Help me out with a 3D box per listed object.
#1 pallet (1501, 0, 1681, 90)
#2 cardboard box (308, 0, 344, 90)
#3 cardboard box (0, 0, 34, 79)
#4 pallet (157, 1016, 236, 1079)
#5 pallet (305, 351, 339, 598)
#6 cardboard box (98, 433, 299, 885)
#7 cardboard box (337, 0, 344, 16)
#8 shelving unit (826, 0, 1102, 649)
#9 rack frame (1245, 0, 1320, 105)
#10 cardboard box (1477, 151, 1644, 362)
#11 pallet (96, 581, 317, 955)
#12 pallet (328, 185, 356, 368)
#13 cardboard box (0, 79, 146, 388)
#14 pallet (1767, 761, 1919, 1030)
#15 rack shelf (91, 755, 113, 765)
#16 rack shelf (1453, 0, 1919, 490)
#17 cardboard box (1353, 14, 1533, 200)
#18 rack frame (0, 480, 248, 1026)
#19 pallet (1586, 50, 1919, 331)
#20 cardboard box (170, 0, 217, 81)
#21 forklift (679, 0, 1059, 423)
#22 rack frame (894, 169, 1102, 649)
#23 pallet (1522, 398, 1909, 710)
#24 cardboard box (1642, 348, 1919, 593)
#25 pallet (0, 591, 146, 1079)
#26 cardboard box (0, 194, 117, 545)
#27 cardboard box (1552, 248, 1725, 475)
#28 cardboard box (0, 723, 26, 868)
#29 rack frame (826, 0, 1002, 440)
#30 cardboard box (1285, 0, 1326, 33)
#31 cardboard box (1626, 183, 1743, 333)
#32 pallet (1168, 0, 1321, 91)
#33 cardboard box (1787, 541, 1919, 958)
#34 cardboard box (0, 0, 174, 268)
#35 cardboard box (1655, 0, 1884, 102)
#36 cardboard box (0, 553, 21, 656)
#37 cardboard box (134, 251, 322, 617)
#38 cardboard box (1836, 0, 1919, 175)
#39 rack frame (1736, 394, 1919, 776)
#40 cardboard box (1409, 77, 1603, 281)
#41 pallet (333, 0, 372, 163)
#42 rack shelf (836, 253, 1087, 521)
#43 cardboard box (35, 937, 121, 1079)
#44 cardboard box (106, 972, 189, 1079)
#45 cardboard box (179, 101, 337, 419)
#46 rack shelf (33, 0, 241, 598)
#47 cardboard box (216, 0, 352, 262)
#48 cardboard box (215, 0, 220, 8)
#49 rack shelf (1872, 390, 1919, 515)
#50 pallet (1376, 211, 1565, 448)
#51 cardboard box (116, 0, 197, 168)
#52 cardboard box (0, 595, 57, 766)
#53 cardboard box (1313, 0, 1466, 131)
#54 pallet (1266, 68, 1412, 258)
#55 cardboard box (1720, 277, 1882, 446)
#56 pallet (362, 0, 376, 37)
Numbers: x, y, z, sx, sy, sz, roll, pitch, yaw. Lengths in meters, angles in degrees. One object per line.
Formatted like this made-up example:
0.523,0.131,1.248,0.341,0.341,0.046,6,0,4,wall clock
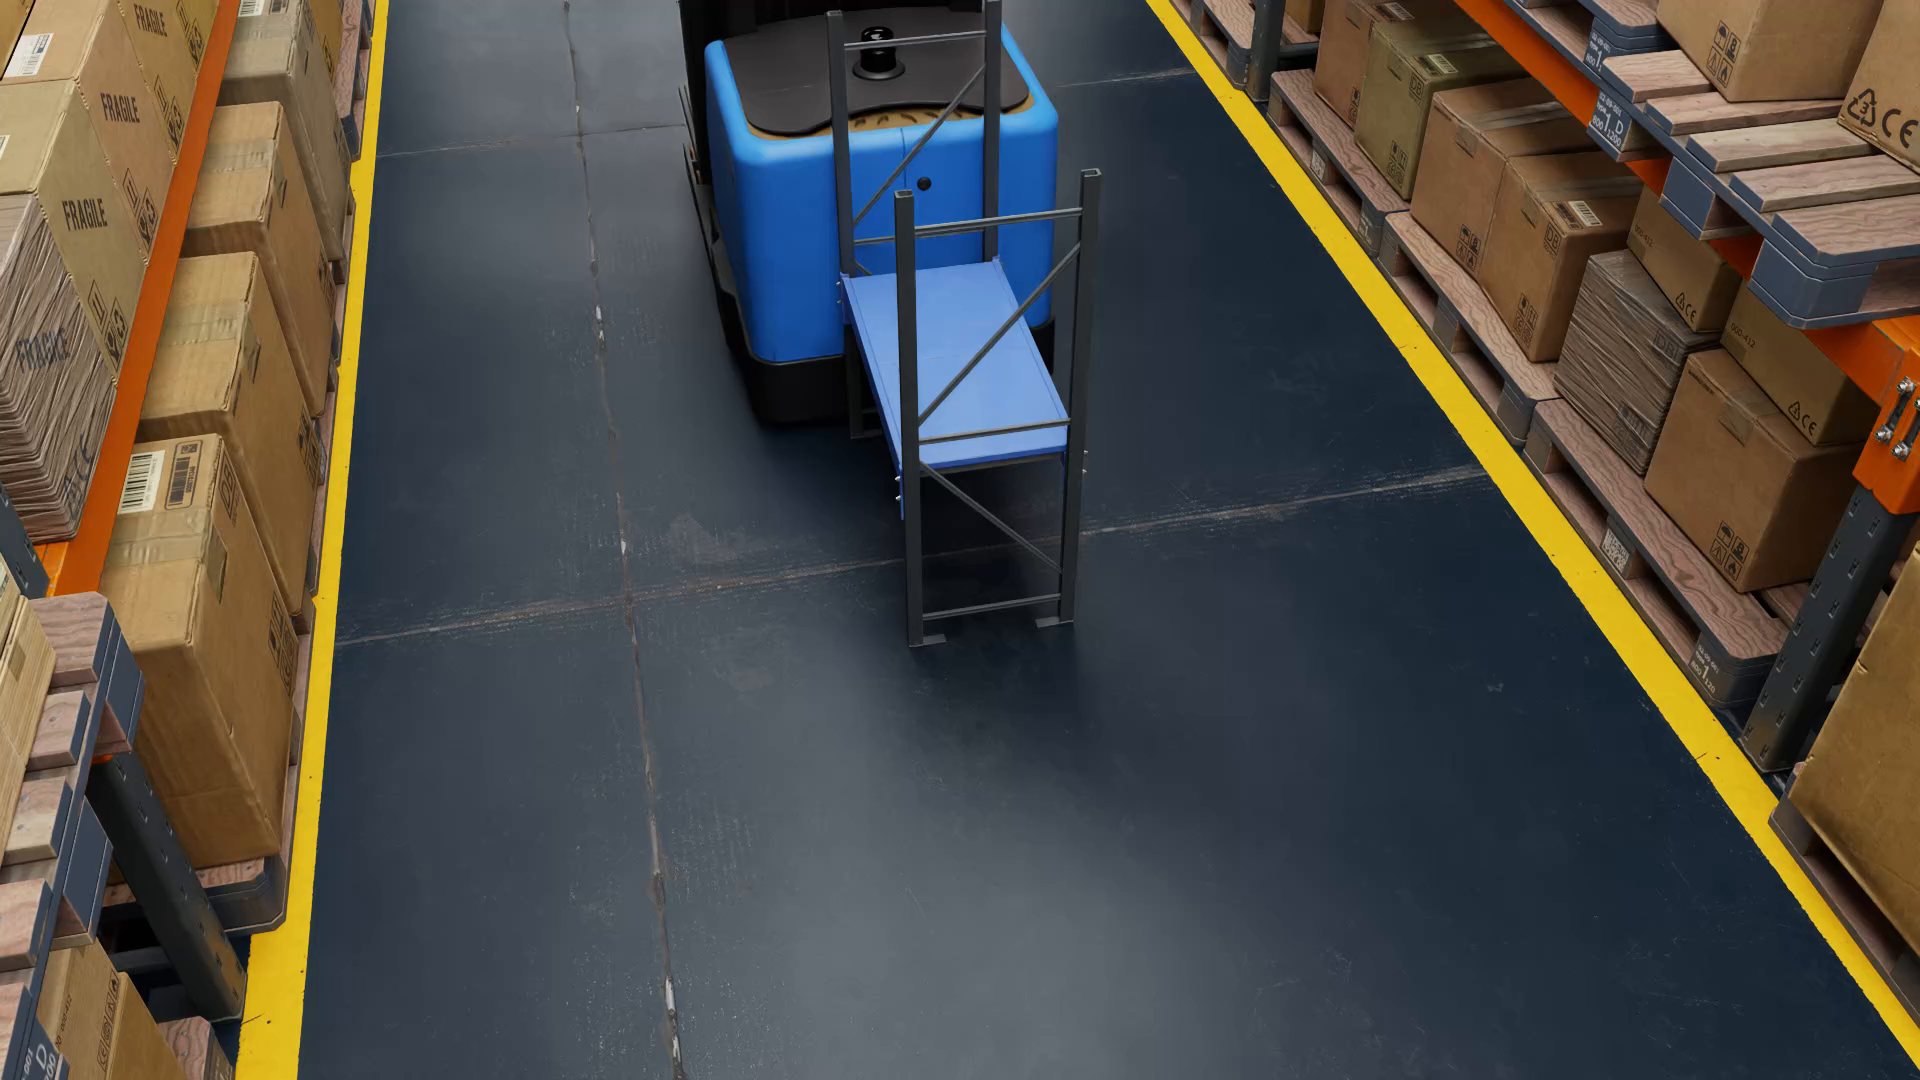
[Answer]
2.188,-1.797,5.159,1.003,0.211,1.213,-8,42,-9,pallet
-3.140,-2.319,6.887,0.875,0.875,0.875,-8,42,-9,cardboard box
-2.520,-1.310,3.637,0.700,0.500,0.500,-9,42,-10,cardboard box
-2.042,1.604,3.284,1.003,0.211,1.213,-8,42,-9,pallet
-2.566,-0.214,5.332,1.003,0.211,1.213,-8,42,-9,pallet
-2.253,0.331,3.996,1.050,0.750,0.750,-9,42,-10,cardboard box
-3.338,-2.903,7.545,0.875,0.875,0.875,-8,42,-9,cardboard box
-0.018,-0.616,4.814,0.538,1.500,1.048,-8,42,-9,shelving unit
1.792,-3.184,6.577,1.000,3.000,0.127,-8,42,-9,rack frame
2.230,-0.977,5.642,0.700,0.500,0.500,-5,42,-6,cardboard box
-2.306,0.575,4.443,1.003,0.211,1.213,-8,42,-9,pallet
-2.832,-1.007,6.225,1.003,0.211,1.213,-8,42,-9,pallet
-2.155,-0.642,3.639,0.500,0.500,0.500,-9,42,-10,cardboard box
2.752,0.974,3.994,1.003,0.211,1.213,-8,42,-9,pallet
-1.777,1.619,1.708,1.077,0.370,4.000,-8,42,-9,rack shelf
2.224,-1.619,5.356,1.077,0.370,4.000,-8,42,-9,rack shelf
1.988,-1.701,6.458,0.700,0.500,0.500,-9,42,-10,cardboard box
-2.209,0.054,2.930,1.000,3.000,0.127,-8,42,-9,rack frame
2.398,-0.966,4.223,1.213,0.211,1.003,-8,42,-9,pallet
-2.481,-1.621,4.741,0.500,0.500,0.500,-8,42,-9,cardboard box
-0.518,-2.480,5.835,1.130,2.935,3.031,-9,42,-10,forklift
0.091,-0.287,4.443,0.500,1.500,0.032,-8,42,-9,rack frame
2.489,-0.055,5.153,1.003,0.211,1.213,-8,42,-9,pallet
2.492,-0.252,4.826,0.700,0.500,0.500,-10,43,-12,cardboard box
-1.951,0.572,2.490,1.213,0.211,1.003,-8,42,-9,pallet
-2.042,-0.313,3.268,0.500,0.500,0.500,-8,42,-9,cardboard box
2.359,-0.610,5.229,0.700,0.500,0.500,-12,43,-13,cardboard box
-1.602,0.406,2.406,0.380,0.149,0.250,-8,42,-9,cardboard box
-0.128,-0.946,5.186,0.500,1.500,0.032,-8,42,-9,rack frame
1.745,-2.671,7.566,0.500,0.500,0.500,-10,42,-11,cardboard box
2.357,-0.874,4.961,0.500,0.250,0.500,-4,42,-4,cardboard box
1.613,-2.571,7.988,1.003,0.211,1.213,-8,42,-9,pallet
2.784,0.497,3.715,1.225,0.875,0.875,-10,43,-11,cardboard box
-2.263,-0.969,4.007,0.500,0.500,0.500,-8,42,-9,cardboard box
2.282,-1.477,4.263,0.700,0.500,0.500,-3,42,-3,cardboard box
-1.658,0.135,2.488,0.380,0.149,0.250,-8,42,-8,cardboard box
-2.445,-0.235,4.634,1.050,0.750,0.750,-8,42,-9,cardboard box
2.500,-1.130,3.872,0.500,0.500,0.500,-13,43,-15,cardboard box
2.656,-0.591,3.656,1.000,3.000,0.127,-8,42,-9,rack frame
2.110,-1.338,6.049,0.700,0.500,0.500,-12,43,-13,cardboard box
-3.160,-2.000,7.344,1.003,0.211,1.213,-8,42,-9,pallet
-0.018,-0.482,4.934,0.538,0.185,1.000,-8,42,-9,rack shelf
-1.806,0.957,2.914,0.500,0.250,0.500,-9,42,-10,cardboard box
-1.812,1.221,3.182,0.500,0.500,0.500,-9,42,-9,cardboard box
-2.646,-0.839,5.314,1.050,0.750,0.750,-8,42,-9,cardboard box
-2.641,-0.973,4.629,1.077,0.370,4.000,-8,42,-9,rack shelf
-2.851,-1.465,6.019,1.050,0.750,0.750,-9,42,-10,cardboard box
-2.590,-1.949,5.110,0.500,0.500,0.500,-9,42,-10,cardboard box
3.087,0.974,2.435,1.077,0.370,4.000,-8,42,-9,rack shelf
2.229,-0.844,6.042,1.003,0.211,1.213,-8,42,-9,pallet
-2.369,-1.292,4.371,0.500,0.500,0.500,-9,42,-10,cardboard box
-1.654,0.245,2.588,0.380,0.149,0.250,-8,42,-9,cardboard box
1.904,-2.013,6.809,0.700,0.500,0.500,-11,43,-13,cardboard box
1.962,-1.637,6.935,1.003,0.211,1.213,-8,42,-9,pallet
2.482,-0.531,4.576,0.500,0.250,0.500,-7,42,-8,cardboard box
-3.427,-2.792,8.237,1.003,0.211,1.213,-8,42,-9,pallet
